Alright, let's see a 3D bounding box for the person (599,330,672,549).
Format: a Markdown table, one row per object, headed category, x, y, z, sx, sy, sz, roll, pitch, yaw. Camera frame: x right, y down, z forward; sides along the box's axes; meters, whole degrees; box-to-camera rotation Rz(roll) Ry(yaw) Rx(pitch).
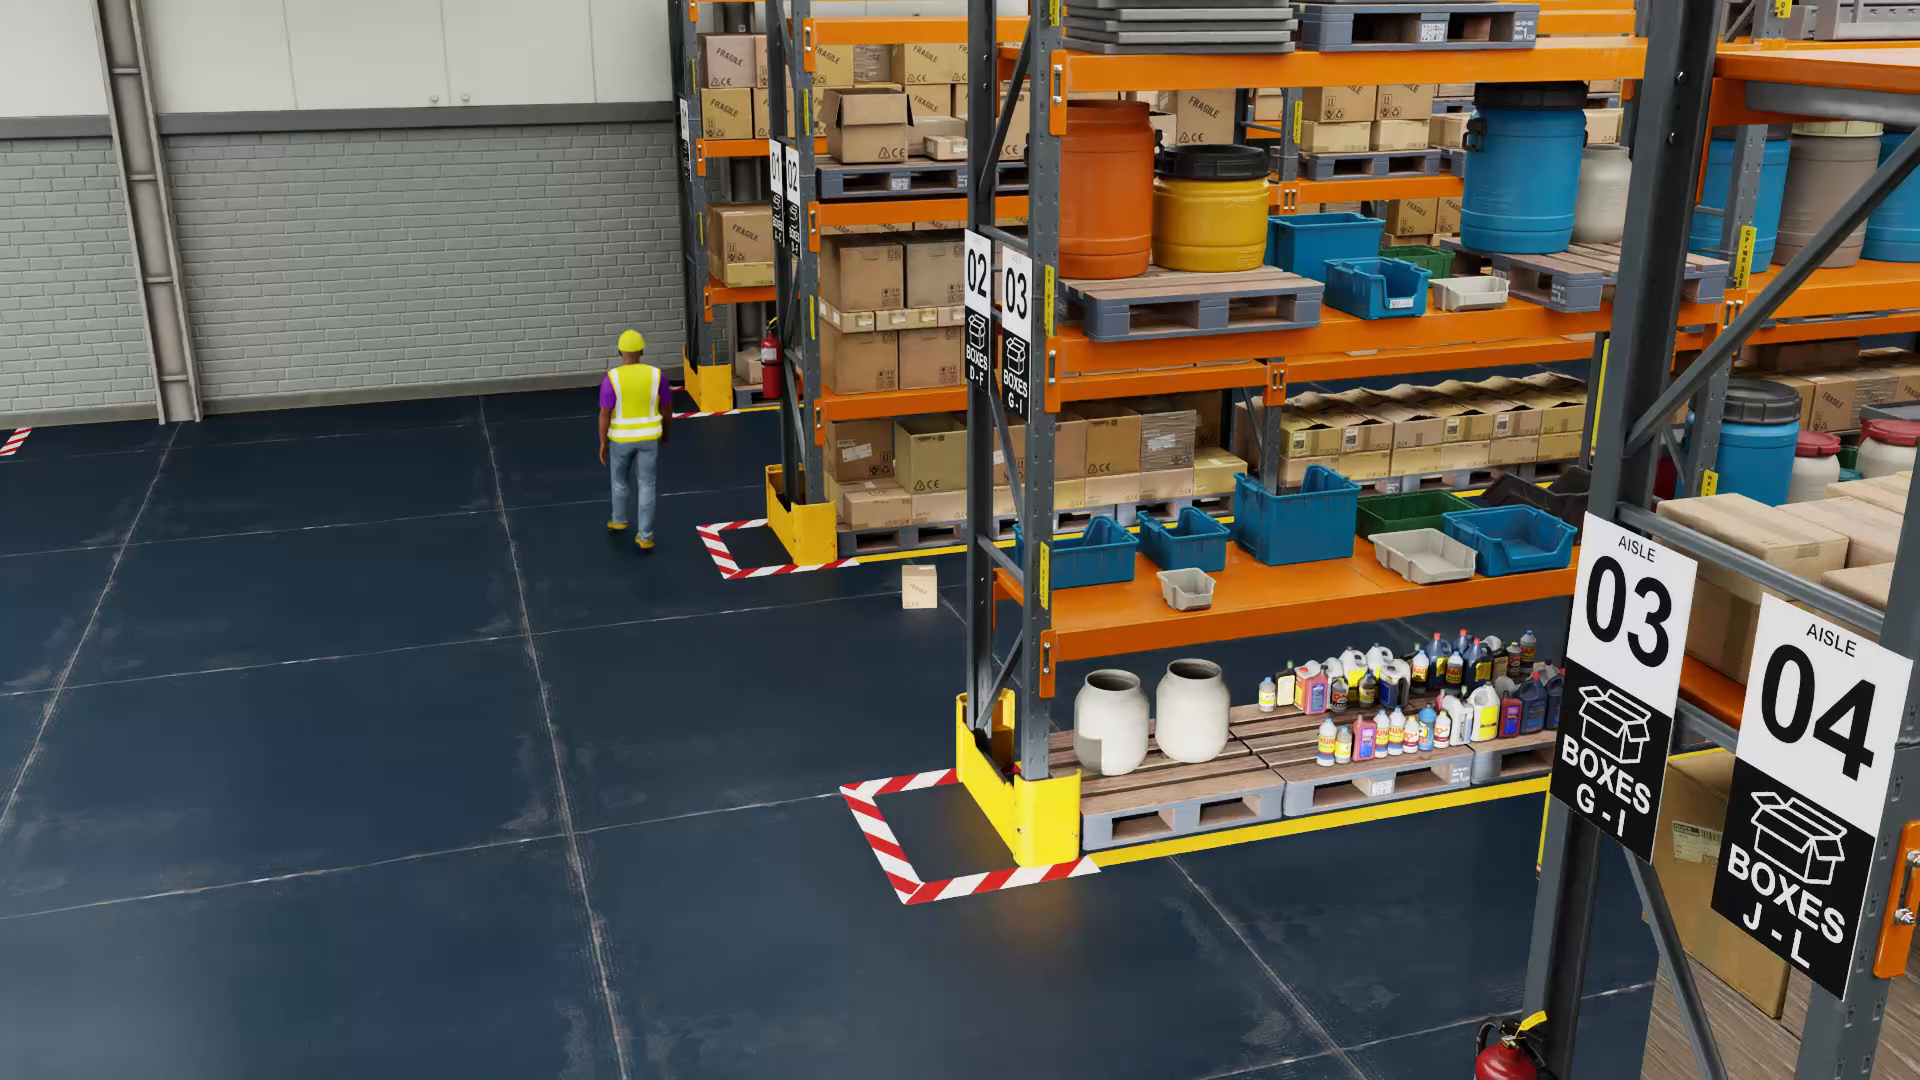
| category | x | y | z | sx | sy | sz | roll | pitch | yaw |
| --- | --- | --- | --- | --- | --- | --- | --- | --- | --- |
| person | -2.634 | -0.855 | 13.461 | 0.612 | 1.747 | 0.851 | -6 | 20 | -16 |
